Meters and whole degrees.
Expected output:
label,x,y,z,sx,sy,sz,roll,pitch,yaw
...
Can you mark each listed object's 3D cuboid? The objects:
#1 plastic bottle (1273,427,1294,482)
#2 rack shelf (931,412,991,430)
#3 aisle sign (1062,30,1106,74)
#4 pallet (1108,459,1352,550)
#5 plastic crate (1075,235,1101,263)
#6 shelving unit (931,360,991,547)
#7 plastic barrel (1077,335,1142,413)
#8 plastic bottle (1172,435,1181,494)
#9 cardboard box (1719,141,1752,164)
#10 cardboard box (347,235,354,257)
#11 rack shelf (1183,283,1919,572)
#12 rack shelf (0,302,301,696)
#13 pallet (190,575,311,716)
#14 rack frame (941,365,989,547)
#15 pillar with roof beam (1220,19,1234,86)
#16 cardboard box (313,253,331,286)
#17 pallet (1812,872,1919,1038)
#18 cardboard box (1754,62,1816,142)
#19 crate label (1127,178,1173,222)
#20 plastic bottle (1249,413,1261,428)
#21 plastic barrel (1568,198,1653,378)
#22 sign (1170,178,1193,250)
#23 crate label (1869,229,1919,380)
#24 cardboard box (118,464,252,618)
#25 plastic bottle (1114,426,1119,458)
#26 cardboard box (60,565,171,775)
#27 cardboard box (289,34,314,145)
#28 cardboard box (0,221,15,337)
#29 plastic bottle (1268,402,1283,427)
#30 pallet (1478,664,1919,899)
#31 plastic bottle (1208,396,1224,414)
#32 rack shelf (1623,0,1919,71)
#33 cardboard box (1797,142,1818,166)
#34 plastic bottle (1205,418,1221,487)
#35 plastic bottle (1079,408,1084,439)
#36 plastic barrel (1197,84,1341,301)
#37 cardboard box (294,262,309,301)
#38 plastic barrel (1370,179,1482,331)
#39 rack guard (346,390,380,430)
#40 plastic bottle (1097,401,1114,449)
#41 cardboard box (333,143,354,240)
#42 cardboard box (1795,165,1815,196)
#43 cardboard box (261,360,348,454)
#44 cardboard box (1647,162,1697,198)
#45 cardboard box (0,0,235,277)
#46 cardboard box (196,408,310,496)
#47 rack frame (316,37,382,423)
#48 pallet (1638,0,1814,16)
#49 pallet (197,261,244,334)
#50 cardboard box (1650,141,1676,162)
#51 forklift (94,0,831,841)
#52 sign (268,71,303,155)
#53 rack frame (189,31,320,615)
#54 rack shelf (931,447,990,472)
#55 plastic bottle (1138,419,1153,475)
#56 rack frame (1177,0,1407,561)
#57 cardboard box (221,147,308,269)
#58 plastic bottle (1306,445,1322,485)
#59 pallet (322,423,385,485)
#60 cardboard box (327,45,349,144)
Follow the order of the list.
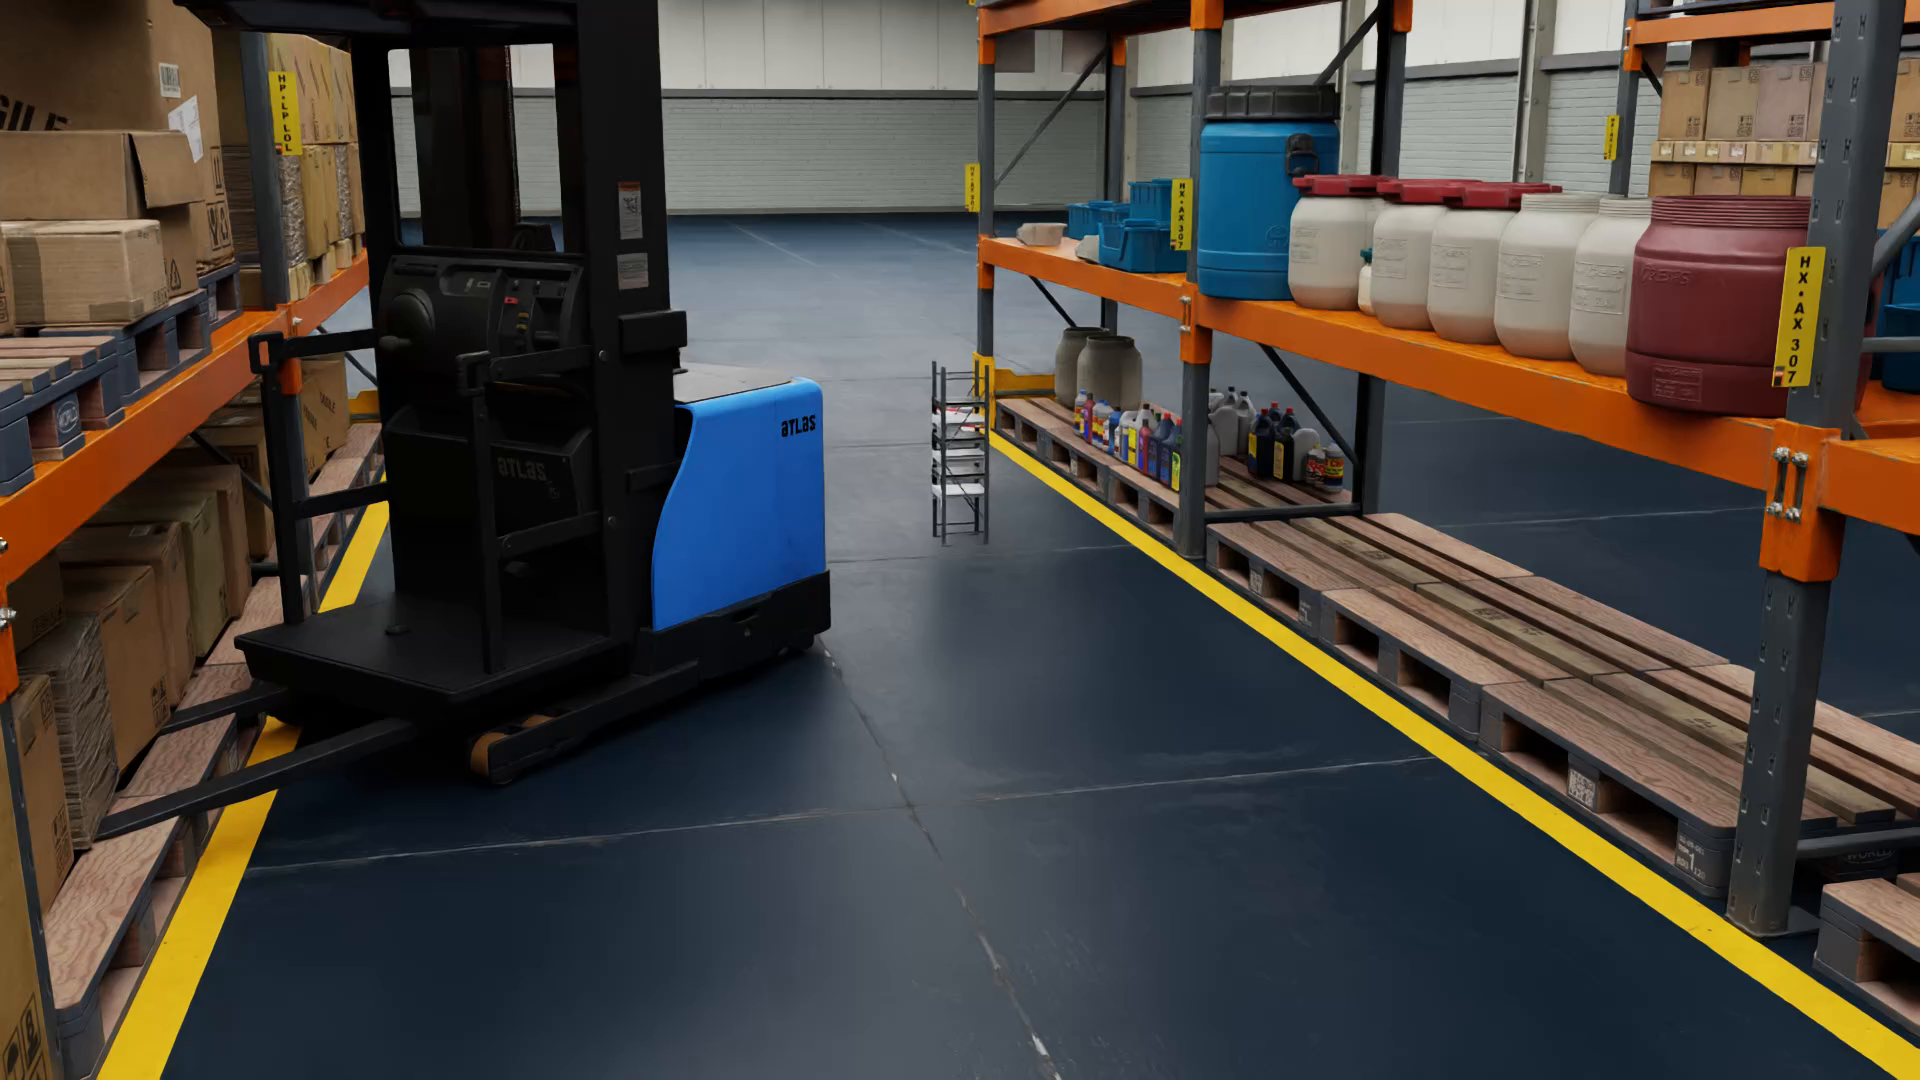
label,x,y,z,sx,sy,sz,roll,pitch,yaw
plastic bottle,1.707,-0.457,8.776,0.061,0.283,0.133,-3,14,-13
rack shelf,0.002,-0.578,8.278,0.258,0.077,0.200,-3,14,-13
aisle sign,0.894,-3.617,11.434,0.394,0.787,0.004,-3,14,-13
pallet,1.444,-0.201,8.805,1.003,0.211,1.213,-3,14,-13
plastic crate,0.934,-1.631,9.337,0.530,0.136,0.437,-3,14,-13
shelving unit,0.002,-0.435,8.313,0.258,0.900,0.210,-3,14,-13
plastic barrel,0.969,-1.053,10.775,0.421,0.512,0.421,0,14,0
plastic bottle,1.128,-0.385,8.479,0.061,0.283,0.133,-3,14,-10
cardboard box,5.500,-2.681,11.502,0.380,0.149,0.250,-4,14,-14
cardboard box,-3.714,-1.698,9.585,0.380,0.149,0.250,-3,14,-13
rack shelf,2.031,-0.587,6.027,1.077,0.370,4.000,-3,14,-13
rack shelf,-2.783,-0.311,4.897,1.077,0.370,4.000,-3,14,-13
pallet,-3.068,0.412,6.296,1.003,0.211,1.213,-3,14,-13
rack frame,0.026,-0.412,8.217,0.240,0.900,0.006,-3,14,-13
pillar with roof beam,1.436,-10.971,34.372,9.100,9.000,0.400,-3,14,-13
cardboard box,-3.229,-1.298,7.950,0.380,0.149,0.250,-3,14,-13
pallet,2.727,1.059,3.649,1.003,0.211,1.213,-3,14,-13
cardboard box,5.796,-2.917,11.103,0.700,0.500,0.500,-3,14,-13
crate label,1.317,-1.929,9.927,0.502,0.435,0.616,-3,14,-13
plastic bottle,1.660,-0.571,9.267,0.097,0.271,0.097,0,14,0
plastic barrel,2.052,-0.755,4.963,0.421,0.512,0.421,0,14,0
sign,1.024,-1.505,7.682,0.100,0.325,0.005,-3,14,-13
crate label,2.531,-0.737,5.049,0.502,0.435,0.616,-3,14,-13
cardboard box,-3.129,0.021,6.360,0.700,0.500,0.500,-4,14,-18
plastic bottle,0.921,-0.567,9.398,0.097,0.201,0.097,0,14,0
cardboard box,-2.773,0.390,4.850,0.700,0.500,0.500,-2,14,-8
cardboard box,-3.230,-2.034,7.489,0.500,0.500,0.500,-3,14,-13
cardboard box,-2.707,-0.698,3.867,0.700,0.500,0.500,-1,14,-5
plastic bottle,1.731,-0.578,9.128,0.144,0.351,0.185,-4,14,-16
pallet,2.357,0.698,5.125,1.003,0.211,1.213,-3,14,-13
plastic bottle,1.545,-0.721,9.869,0.152,0.276,0.135,-4,14,-15
rack shelf,5.908,-3.243,10.575,1.077,0.370,4.000,-3,14,-13
cardboard box,5.681,-2.503,10.774,0.380,0.149,0.250,-3,14,-13
plastic bottle,1.270,-0.466,8.668,0.144,0.351,0.185,-3,14,-13
plastic bottle,0.769,-0.716,10.006,0.097,0.201,0.097,0,14,0
plastic barrel,1.358,-1.536,7.337,0.600,0.901,0.708,-3,14,-13
cardboard box,-3.057,-1.125,7.241,0.380,0.149,0.250,-3,14,-13
plastic barrel,1.745,-1.062,6.168,0.433,0.535,0.433,0,14,0
rack guard,-4.174,-0.813,10.702,1.175,0.500,0.348,-3,14,-13
plastic bottle,0.849,-0.672,9.678,0.097,0.271,0.097,0,14,0
cardboard box,-3.780,-1.883,8.978,0.875,0.500,0.500,-3,14,-13
cardboard box,5.901,-2.179,10.817,0.700,0.500,0.500,-3,14,-11
cardboard box,-3.888,-0.754,9.574,0.500,0.500,0.500,0,14,2
cardboard box,5.535,-2.536,12.278,0.700,0.500,0.500,-3,14,-13
cardboard box,-3.202,-1.427,5.797,1.000,1.000,1.000,-3,14,-13
cardboard box,-3.450,-0.338,7.873,0.500,0.500,0.500,1,14,5
rack frame,-4.192,-2.045,10.477,1.000,3.000,0.127,-3,14,-13
pallet,5.579,-3.846,11.715,1.003,0.211,1.213,-3,14,-13
pallet,-3.215,-0.845,5.968,1.003,0.211,1.213,-3,14,-13
cardboard box,5.321,-2.857,12.225,0.380,0.149,0.250,-3,14,-14
forklift,-1.734,-0.775,5.425,1.130,2.935,3.031,9,16,31
sign,-2.714,-1.716,6.693,0.100,0.325,0.005,-3,14,-13
rack frame,-3.253,-1.122,6.700,1.000,3.000,0.127,-3,14,-13
rack shelf,0.002,-0.403,8.320,0.258,0.077,0.200,-3,14,-13
plastic bottle,1.006,-0.505,8.968,0.061,0.283,0.133,-2,14,-9
rack frame,1.562,-1.398,7.830,1.000,3.000,0.127,-3,14,-13
cardboard box,-3.298,-1.423,7.092,0.875,0.500,0.500,-3,14,-13
plastic bottle,1.865,-0.398,8.703,0.097,0.201,0.097,0,14,0
pallet,-4.018,-0.483,9.961,1.003,0.211,1.213,-3,14,-13
cardboard box,-3.585,-2.380,8.905,0.500,0.500,0.500,-3,14,-13
